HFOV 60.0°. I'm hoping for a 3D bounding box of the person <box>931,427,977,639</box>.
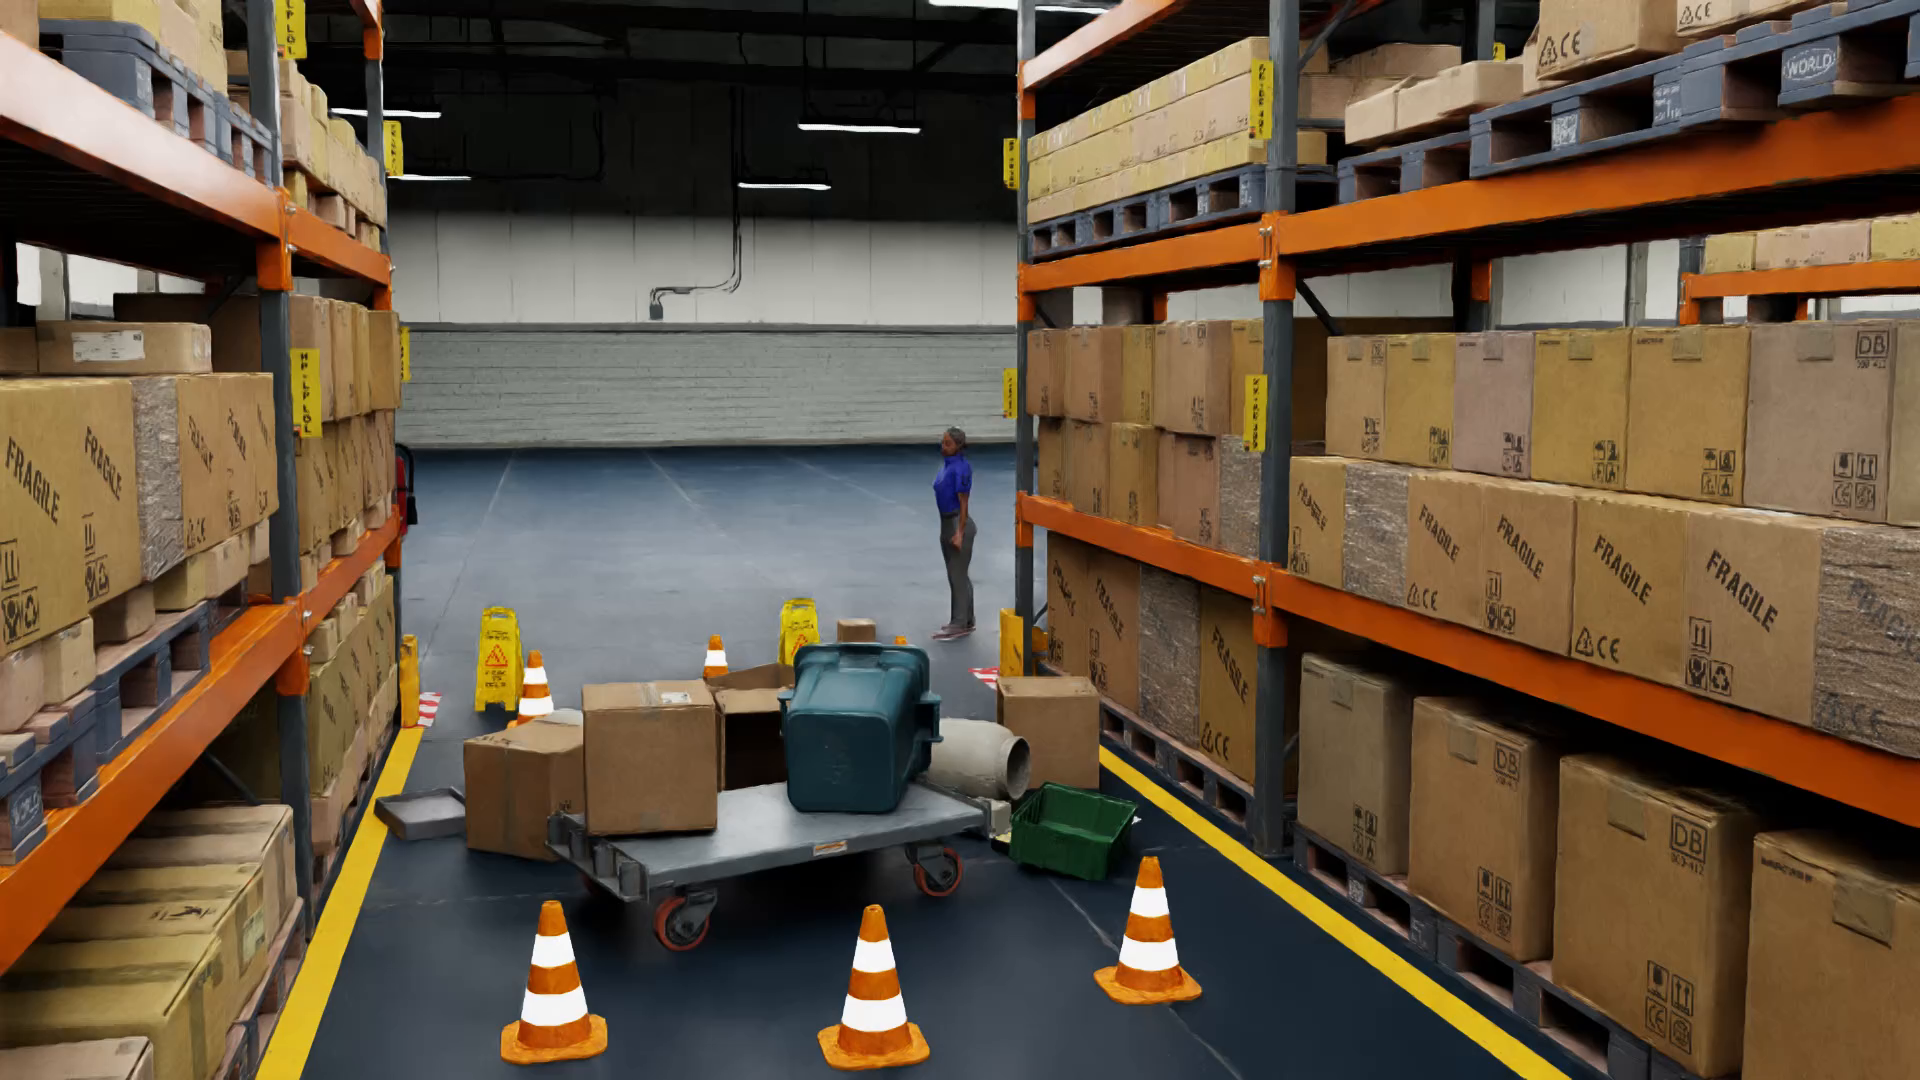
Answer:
[{"bbox_3d":[-0.046,-0.064,13.139,0.430,1.662,0.605,-2,6,-16],"label":"person"}]
